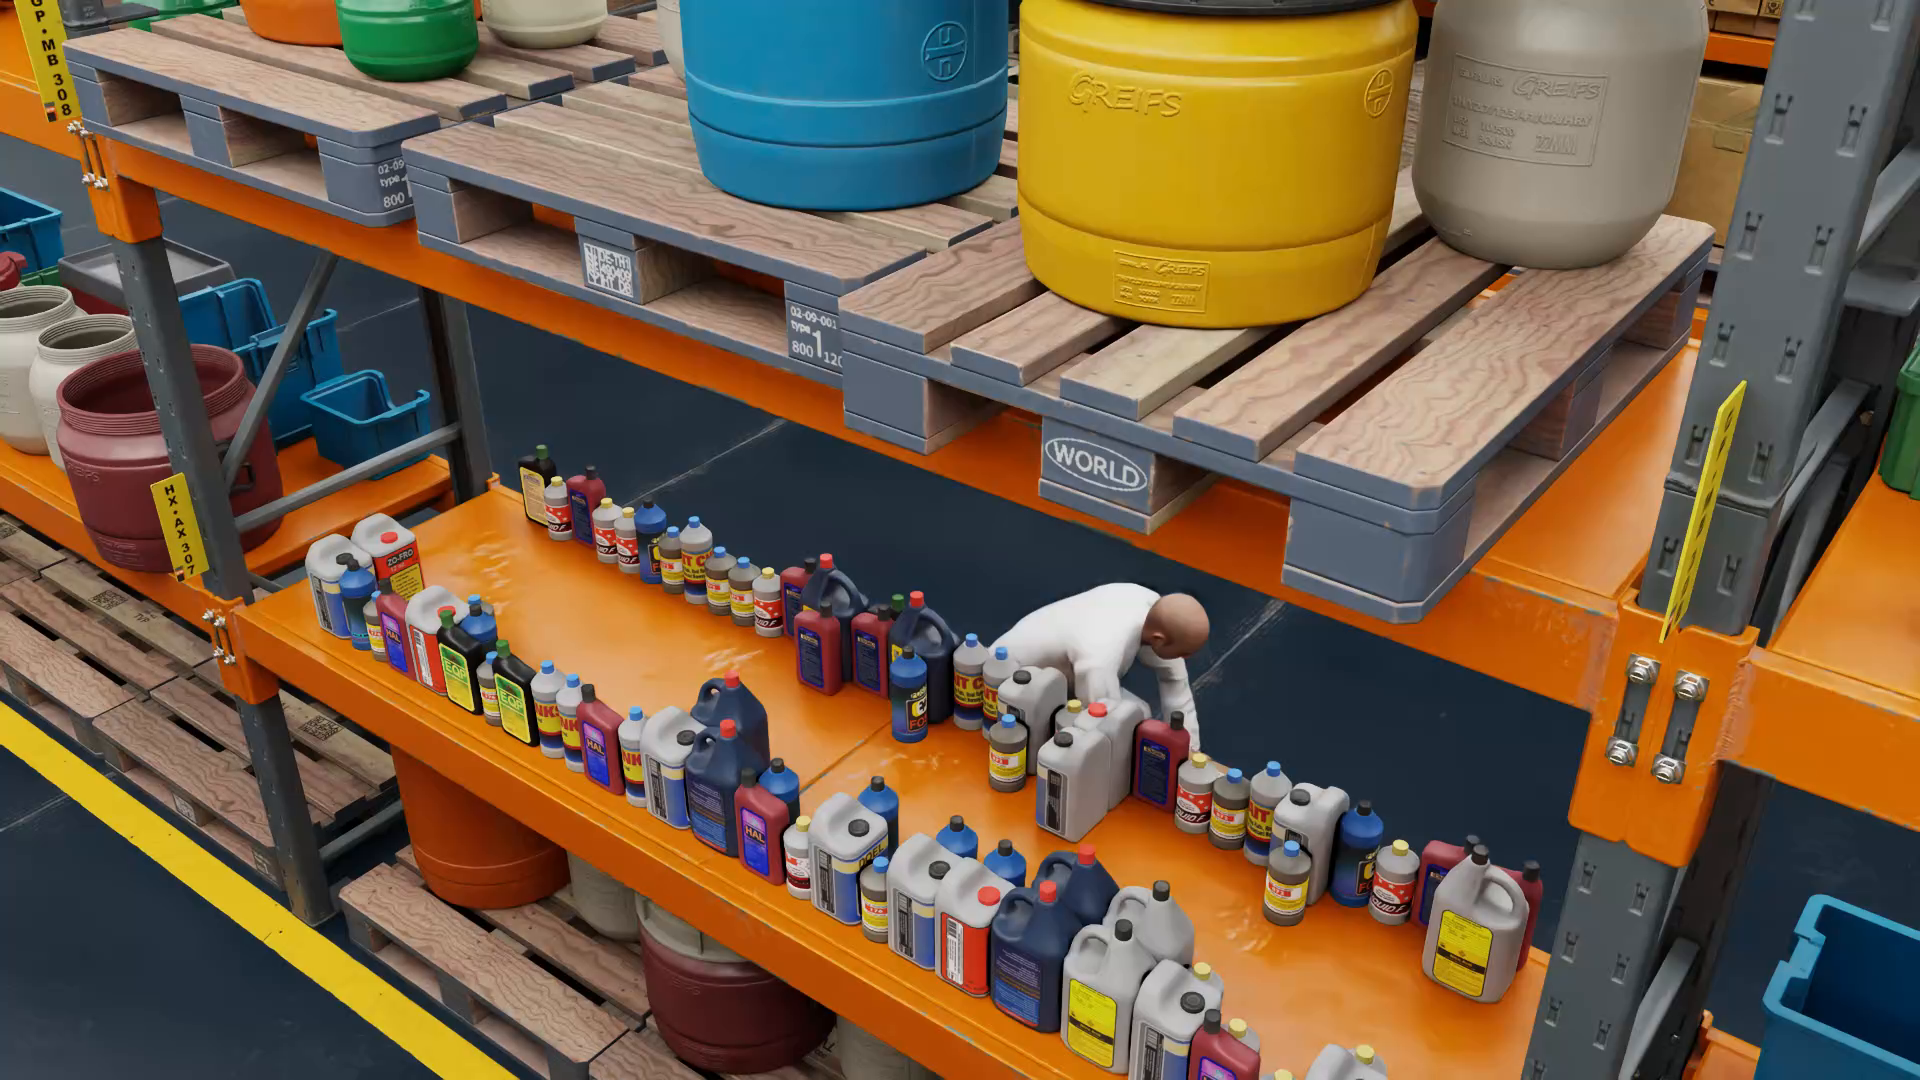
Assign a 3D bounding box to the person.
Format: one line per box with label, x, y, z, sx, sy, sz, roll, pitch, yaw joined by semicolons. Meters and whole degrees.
person;0.464;0.592;5.821;0.873;1.090;0.616;21;36;31
